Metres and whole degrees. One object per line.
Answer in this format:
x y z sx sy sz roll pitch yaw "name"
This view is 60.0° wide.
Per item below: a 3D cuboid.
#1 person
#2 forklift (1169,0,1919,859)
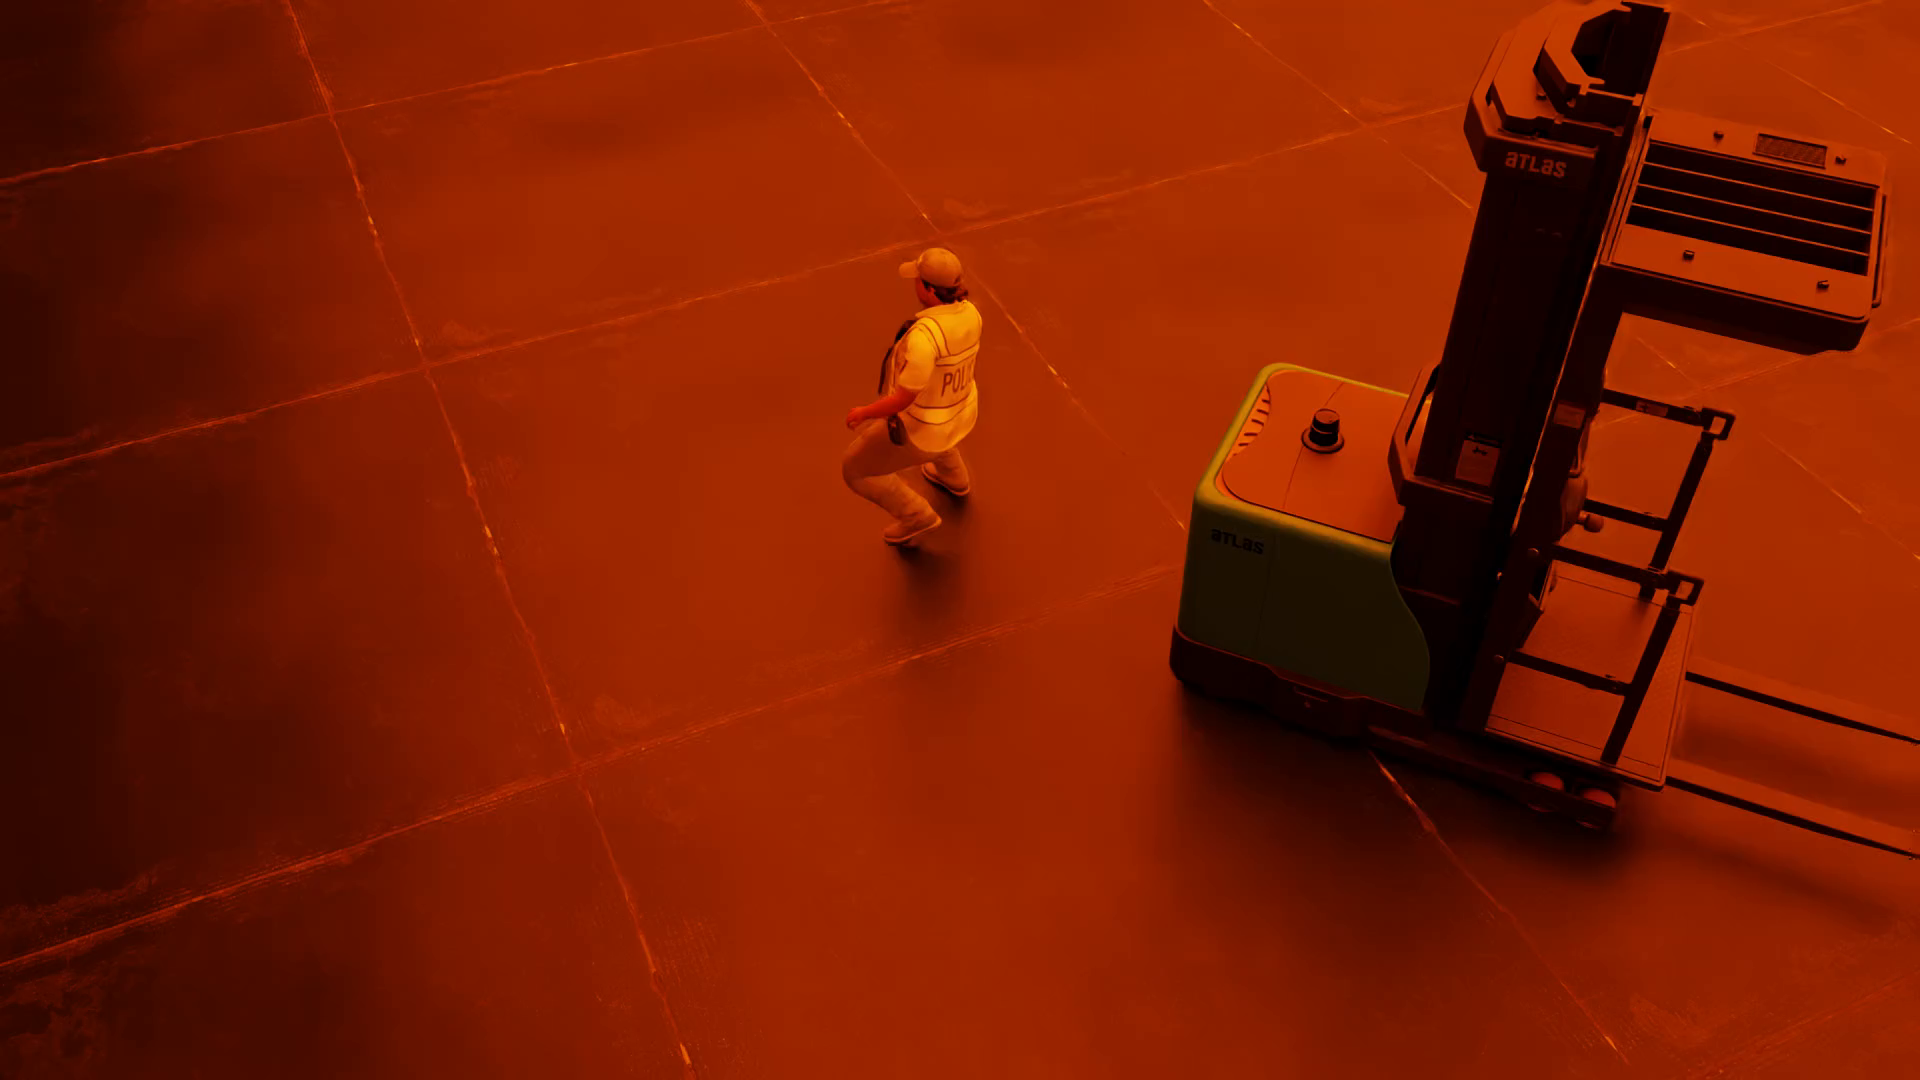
-0.166 -0.645 7.381 0.565 1.547 0.775 25 48 24 "person"
2.461 -0.344 6.048 3.031 2.935 1.130 17 46 18 "forklift"
